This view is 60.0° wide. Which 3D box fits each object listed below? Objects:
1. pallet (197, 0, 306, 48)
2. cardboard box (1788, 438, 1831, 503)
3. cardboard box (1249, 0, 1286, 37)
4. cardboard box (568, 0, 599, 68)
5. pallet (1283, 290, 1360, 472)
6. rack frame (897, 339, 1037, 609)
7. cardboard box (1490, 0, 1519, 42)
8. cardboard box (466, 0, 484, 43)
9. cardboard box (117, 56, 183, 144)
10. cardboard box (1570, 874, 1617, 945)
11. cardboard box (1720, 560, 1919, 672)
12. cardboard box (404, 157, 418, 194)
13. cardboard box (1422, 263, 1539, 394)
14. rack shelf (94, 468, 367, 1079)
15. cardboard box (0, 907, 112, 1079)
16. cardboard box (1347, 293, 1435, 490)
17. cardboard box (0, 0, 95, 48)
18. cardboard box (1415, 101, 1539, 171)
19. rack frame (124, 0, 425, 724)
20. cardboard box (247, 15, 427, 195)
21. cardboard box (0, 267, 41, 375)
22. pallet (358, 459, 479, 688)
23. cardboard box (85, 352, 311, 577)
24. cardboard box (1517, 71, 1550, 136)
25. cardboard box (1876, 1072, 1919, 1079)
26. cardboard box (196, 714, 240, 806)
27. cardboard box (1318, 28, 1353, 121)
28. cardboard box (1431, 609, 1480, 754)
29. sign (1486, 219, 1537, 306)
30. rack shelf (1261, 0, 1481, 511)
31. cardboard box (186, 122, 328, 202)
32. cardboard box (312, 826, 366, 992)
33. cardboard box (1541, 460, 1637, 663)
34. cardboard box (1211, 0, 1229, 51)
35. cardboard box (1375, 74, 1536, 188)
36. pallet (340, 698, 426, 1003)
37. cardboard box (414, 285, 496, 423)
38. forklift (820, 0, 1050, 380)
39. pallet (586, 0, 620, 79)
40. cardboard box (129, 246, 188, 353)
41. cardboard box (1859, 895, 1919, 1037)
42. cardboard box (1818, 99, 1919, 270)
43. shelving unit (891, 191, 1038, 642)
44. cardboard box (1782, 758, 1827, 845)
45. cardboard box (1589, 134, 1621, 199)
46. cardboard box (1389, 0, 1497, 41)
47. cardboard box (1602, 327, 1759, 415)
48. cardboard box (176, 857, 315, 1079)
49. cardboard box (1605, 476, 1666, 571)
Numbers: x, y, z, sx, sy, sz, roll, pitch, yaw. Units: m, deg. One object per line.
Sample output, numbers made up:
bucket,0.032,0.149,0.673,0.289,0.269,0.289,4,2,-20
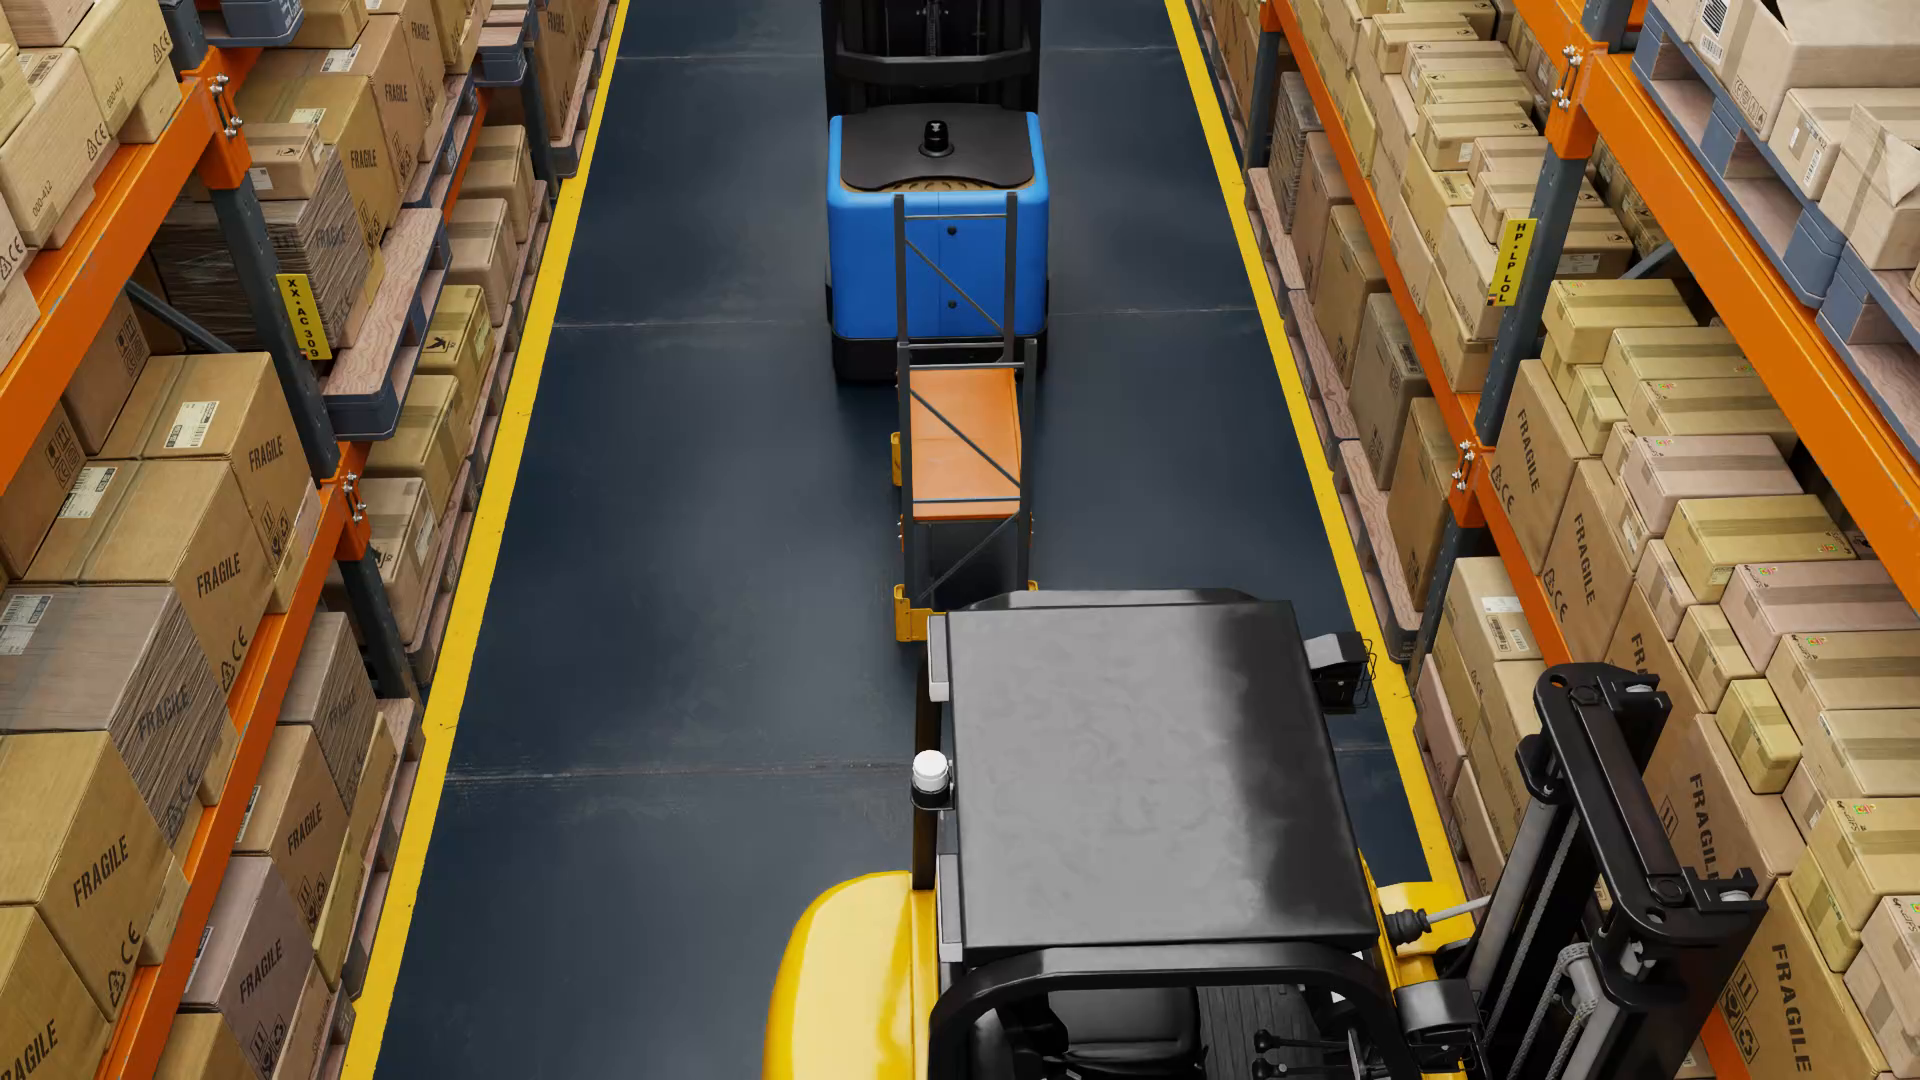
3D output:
pallet,-2.560,-1.827,5.092,1.213,0.211,1.003,-2,43,-2
cardboard box,2.638,-0.235,4.882,0.380,0.149,0.250,-1,43,-1
cardboard box,1.875,-3.014,9.528,0.380,0.149,0.250,-4,43,-4
cardboard box,-2.790,-3.513,10.274,0.875,0.875,0.875,-1,43,-1
pallet,2.194,-0.809,8.126,1.003,0.211,1.213,-2,43,-2
rack frame,0.025,-0.152,6.456,0.500,1.500,0.032,-2,43,-2
cardboard box,2.450,-2.242,7.072,0.380,0.149,0.250,-1,43,-1
cardboard box,-2.419,-2.401,7.674,0.380,0.149,0.250,-4,43,-4
cardboard box,-2.321,-1.179,4.432,0.380,0.149,0.250,-1,43,-2
cardboard box,2.070,0.991,5.082,0.500,0.250,0.500,0,43,0
cardboard box,2.170,0.190,4.198,0.380,0.149,0.250,-2,43,-2
cardboard box,-2.416,-1.515,6.707,0.380,0.149,0.250,-1,43,-1
cardboard box,2.036,-0.793,6.156,0.500,0.250,0.500,-1,43,-1
rack shelf,-2.555,1.245,4.354,1.077,0.370,4.000,-2,43,-2
cardboard box,-2.261,1.162,3.618,0.500,0.500,0.500,-2,43,-3
cardboard box,2.261,-0.671,7.358,0.875,0.625,0.625,-2,43,-2
cardboard box,-2.321,-1.297,3.970,0.380,0.149,0.250,-3,43,-3
cardboard box,1.952,-1.530,6.295,0.380,0.149,0.250,-3,43,-3
rack frame,-2.640,-0.370,5.584,1.000,3.000,0.127,-2,43,-2
cardboard box,-2.402,-1.669,6.396,0.500,0.500,0.500,-2,43,-2
cardboard box,-2.292,-0.484,3.674,0.380,0.149,0.250,-1,43,-1
pallet,-2.674,0.132,7.100,1.003,0.211,1.213,-2,43,-2
cardboard box,-2.372,-0.224,5.130,0.500,0.500,0.500,-3,43,-3
cardboard box,2.532,-1.681,6.754,0.500,0.250,0.500,-3,43,-3
cardboard box,2.193,1.473,3.499,0.500,0.500,0.500,0,43,0
cardboard box,-2.275,0.616,4.693,0.380,0.149,0.250,-2,43,-2
cardboard box,1.969,-2.167,7.655,0.500,0.250,0.500,-3,43,-3
cardboard box,2.031,0.494,5.994,0.500,0.250,0.500,-2,43,-2
sign,1.777,-0.891,5.353,0.100,0.325,0.005,-2,43,-2
rack shelf,2.234,-1.600,7.458,1.077,0.370,4.000,-2,43,-2
cardboard box,-2.306,-1.239,5.446,0.380,0.149,0.250,-2,43,-2
cardboard box,-2.314,1.239,5.552,0.500,0.250,0.500,-3,43,-3
cardboard box,2.116,0.106,4.990,0.500,0.500,0.500,-1,43,-1
cardboard box,1.881,-3.420,10.450,0.500,0.500,0.500,0,43,0
cardboard box,1.998,-1.661,6.733,0.500,0.250,0.500,-1,43,-1
pallet,-2.576,1.110,6.033,1.003,0.211,1.213,-2,43,-2
cardboard box,-2.730,-0.865,7.758,0.950,0.372,0.625,0,43,0
forklift,-0.152,-2.844,8.334,1.130,2.935,3.031,-1,43,-2
pallet,-2.817,-3.399,10.952,1.003,0.211,1.213,-2,43,-2
cardboard box,-2.889,-0.977,5.641,0.500,0.500,0.500,-2,43,-3
cardboard box,2.125,0.879,3.446,0.380,0.149,0.250,-1,43,-1
cardboard box,2.079,-0.753,3.496,0.396,0.266,0.258,-3,43,-3
shelving unit,0.003,-0.501,6.837,0.587,1.500,1.083,-2,43,-2
cardboard box,2.195,0.647,3.920,0.380,0.149,0.250,-2,43,-2
cardboard box,2.550,-1.386,6.138,0.380,0.149,0.250,-2,43,-2
cardboard box,2.042,-2.224,7.052,0.380,0.149,0.250,-2,43,-2
cardboard box,2.155,-0.504,4.955,0.380,0.149,0.250,-1,43,-1
cardboard box,-2.300,1.291,4.940,0.500,0.500,0.500,0,43,0
cardboard box,2.058,-0.050,4.680,0.380,0.149,0.250,-1,43,-1
